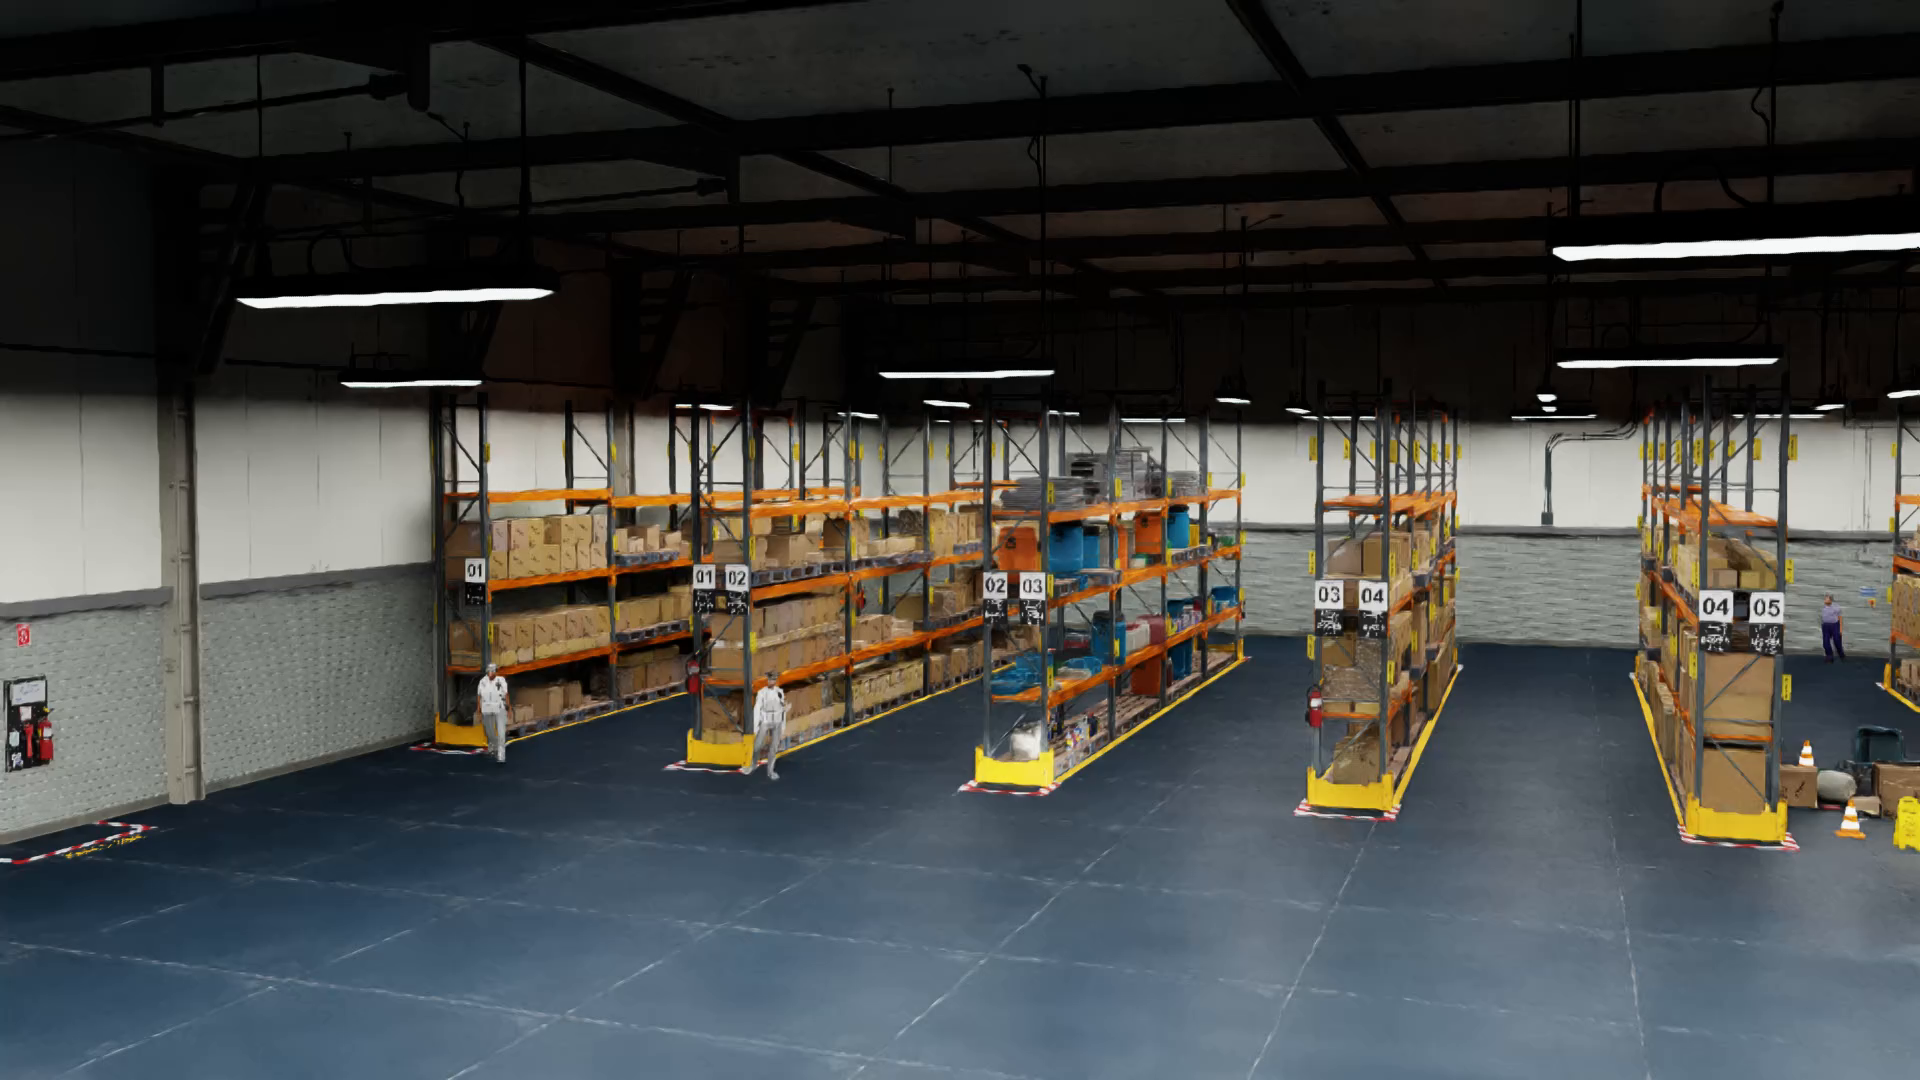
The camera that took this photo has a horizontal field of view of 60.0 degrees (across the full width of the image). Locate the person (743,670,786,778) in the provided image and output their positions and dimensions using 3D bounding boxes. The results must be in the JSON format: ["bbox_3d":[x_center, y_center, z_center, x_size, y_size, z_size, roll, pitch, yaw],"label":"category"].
[{"bbox_3d":[-2.984,2.814,25.461,0.645,1.659,0.495,-1,3,-20],"label":"person"}]

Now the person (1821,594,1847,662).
[{"bbox_3d":[20.771,2.093,39.519,0.550,1.621,0.546,-2,4,-33],"label":"person"}]

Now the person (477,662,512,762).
[{"bbox_3d":[-7.559,2.767,26.948,0.519,1.613,0.942,0,3,-3],"label":"person"}]
